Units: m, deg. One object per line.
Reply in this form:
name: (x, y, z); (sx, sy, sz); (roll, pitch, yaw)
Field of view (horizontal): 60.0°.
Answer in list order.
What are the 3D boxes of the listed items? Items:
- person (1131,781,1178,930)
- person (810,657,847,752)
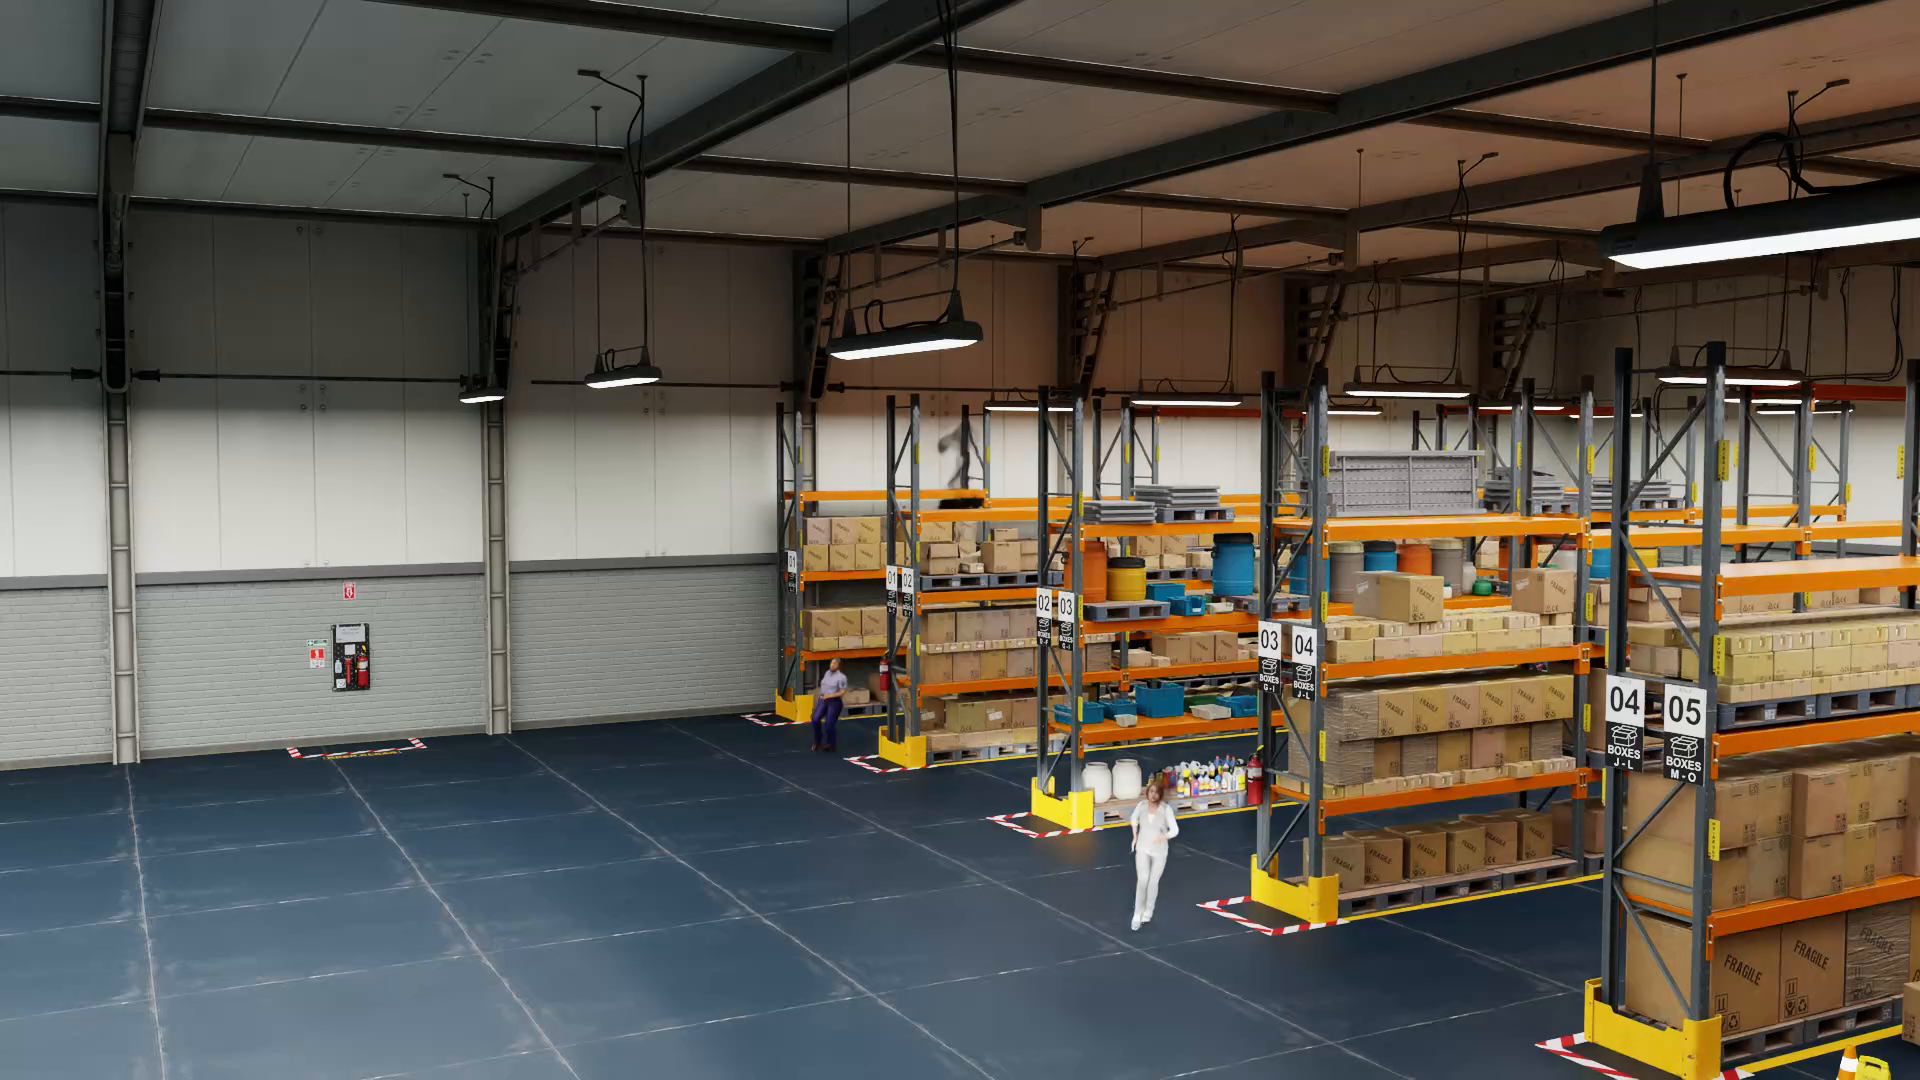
person: (2.072, 3.352, 17.777); (0.526, 1.571, 0.657); (1, 3, 11)
person: (-2.178, 2.767, 27.973); (0.601, 1.587, 0.650); (2, 4, 27)
